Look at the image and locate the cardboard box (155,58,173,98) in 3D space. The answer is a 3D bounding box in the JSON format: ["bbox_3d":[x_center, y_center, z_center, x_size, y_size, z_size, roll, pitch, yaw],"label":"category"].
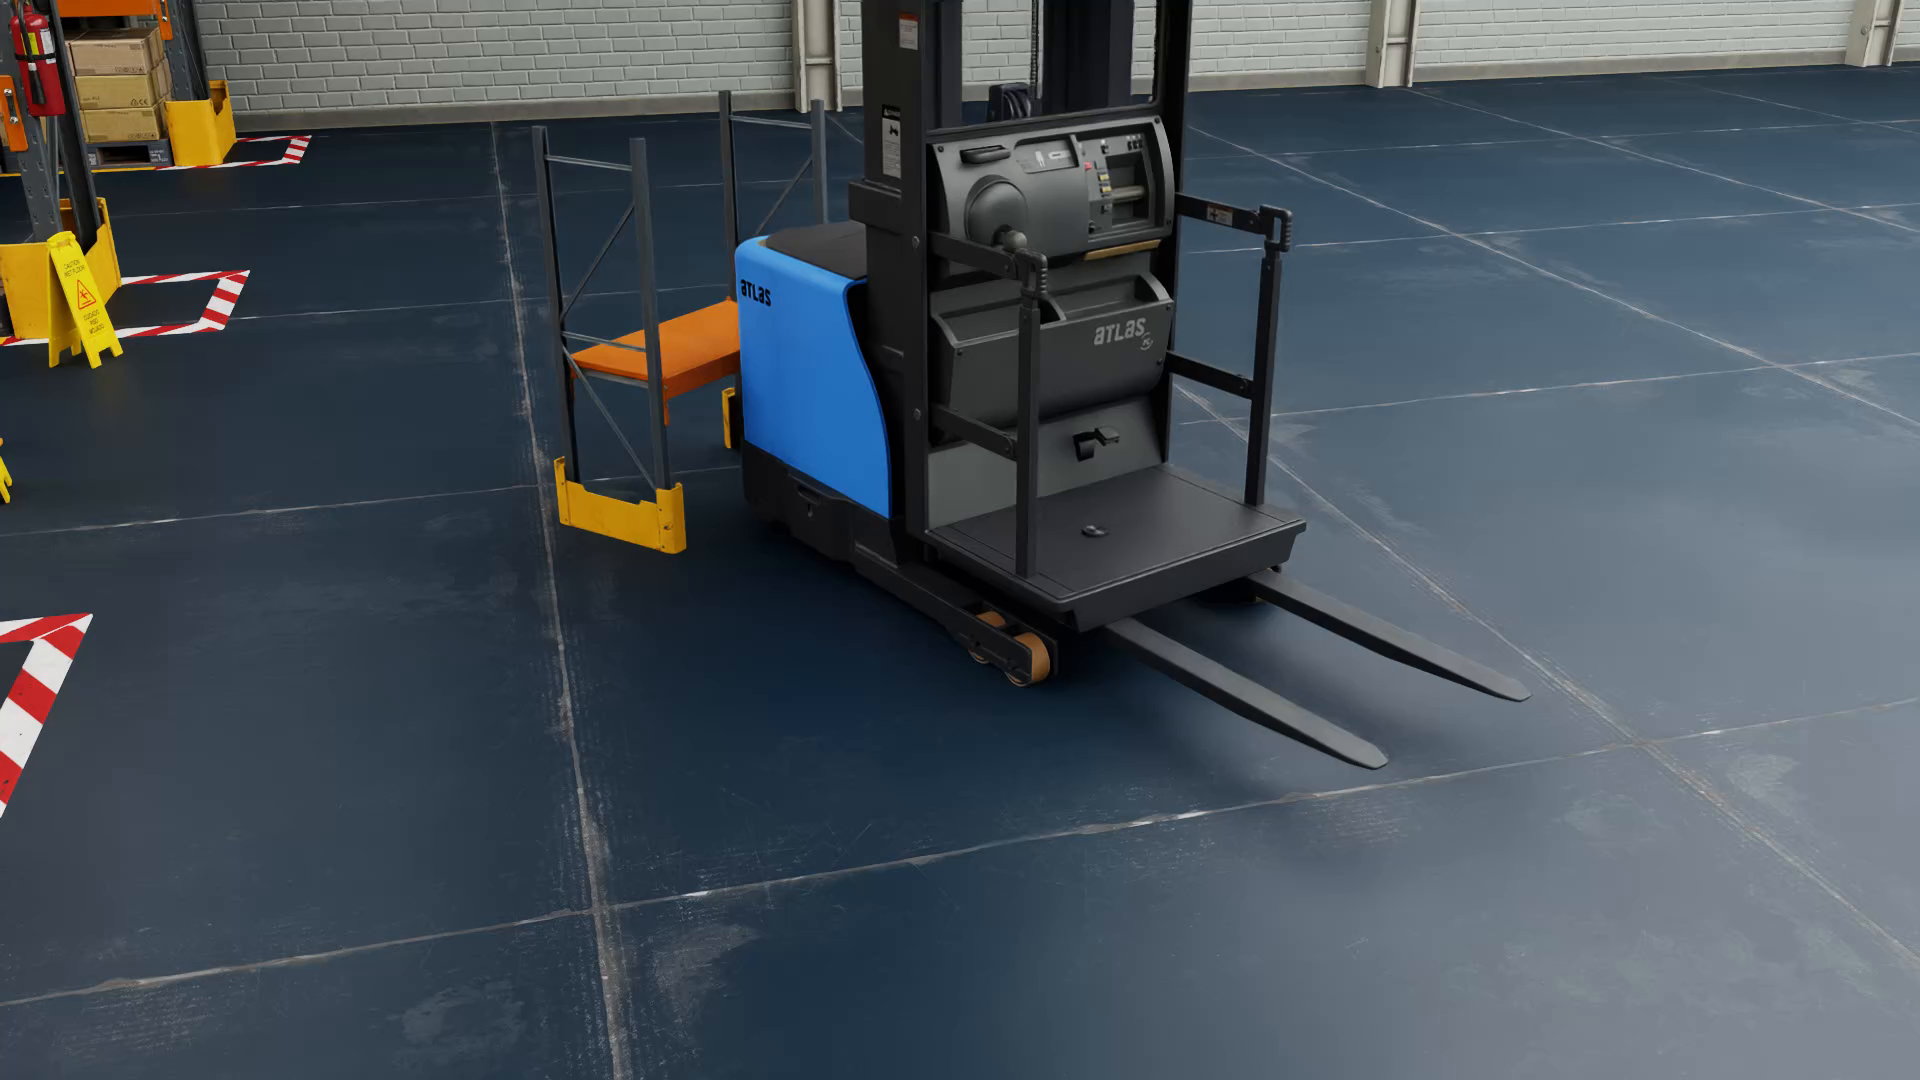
[{"bbox_3d":[-6.711,-3.738,13.479,0.500,0.250,0.500,-6,24,-13],"label":"cardboard box"}]

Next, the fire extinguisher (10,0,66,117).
[{"bbox_3d":[-4.623,-2.468,8.296,0.183,0.674,0.296,-6,24,-14],"label":"fire extinguisher"}]

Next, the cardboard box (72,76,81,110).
[{"bbox_3d":[-7.073,-3.490,12.899,0.500,0.250,0.500,-7,24,-15],"label":"cardboard box"}]

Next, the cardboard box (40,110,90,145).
[{"bbox_3d":[-7.051,-3.260,12.999,0.500,0.250,0.500,-6,24,-14],"label":"cardboard box"}]

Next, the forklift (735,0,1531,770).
[{"bbox_3d":[0.439,-1.108,5.115,1.130,2.935,3.031,-16,28,-33],"label":"forklift"}]

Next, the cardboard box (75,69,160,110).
[{"bbox_3d":[-6.587,-3.539,13.014,0.500,0.250,0.500,-7,24,-15],"label":"cardboard box"}]

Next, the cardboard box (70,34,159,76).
[{"bbox_3d":[-6.562,-3.772,12.923,0.500,0.250,0.500,-5,24,-13],"label":"cardboard box"}]

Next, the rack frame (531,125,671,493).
[{"bbox_3d":[-1.280,-0.710,6.003,0.500,1.500,0.032,14,27,29],"label":"rack frame"}]

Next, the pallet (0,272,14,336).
[{"bbox_3d":[-5.723,-1.304,9.020,1.213,0.211,1.003,-6,24,-14],"label":"pallet"}]

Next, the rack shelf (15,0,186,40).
[{"bbox_3d":[-8.128,-4.007,12.696,4.000,0.370,1.077,-6,24,-14],"label":"rack shelf"}]

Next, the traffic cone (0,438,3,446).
[{"bbox_3d":[-4.297,-0.580,7.014,0.334,0.463,0.336,-6,24,-14],"label":"traffic cone"}]

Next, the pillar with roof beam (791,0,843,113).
[{"bbox_3d":[-0.177,-6.580,10.173,0.400,9.000,9.100,-6,24,-14],"label":"pillar with roof beam"}]

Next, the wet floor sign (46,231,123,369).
[{"bbox_3d":[-4.386,-1.198,8.224,0.232,0.644,0.267,2,23,4],"label":"wet floor sign"}]

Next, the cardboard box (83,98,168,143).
[{"bbox_3d":[-6.570,-3.310,13.114,0.500,0.250,0.500,-6,24,-14],"label":"cardboard box"}]

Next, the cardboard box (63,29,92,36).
[{"bbox_3d":[-7.197,-3.905,13.234,0.500,0.250,0.500,-6,24,-14],"label":"cardboard box"}]

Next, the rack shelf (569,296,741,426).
[{"bbox_3d":[-1.011,-0.715,6.470,0.538,0.185,1.000,14,27,29],"label":"rack shelf"}]

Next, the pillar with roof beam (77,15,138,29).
[{"bbox_3d":[-5.954,-5.941,8.683,0.400,9.000,9.100,-6,24,-14],"label":"pillar with roof beam"}]

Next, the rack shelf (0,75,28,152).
[{"bbox_3d":[-6.784,-2.123,8.305,4.000,0.370,1.077,-6,24,-14],"label":"rack shelf"}]

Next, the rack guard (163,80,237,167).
[{"bbox_3d":[-6.179,-3.404,13.550,0.348,0.500,1.175,-6,24,-14],"label":"rack guard"}]

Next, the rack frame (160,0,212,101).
[{"bbox_3d":[-6.203,-4.550,13.051,0.127,3.000,1.000,-6,24,-14],"label":"rack frame"}]

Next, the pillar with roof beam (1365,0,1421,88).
[{"bbox_3d":[5.600,-7.219,11.662,0.400,9.000,9.100,-6,24,-14],"label":"pillar with roof beam"}]

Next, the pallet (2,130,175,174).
[{"bbox_3d":[-6.928,-3.172,13.374,1.213,0.211,1.003,-6,24,-14],"label":"pallet"}]

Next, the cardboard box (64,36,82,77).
[{"bbox_3d":[-7.052,-3.715,12.791,0.500,0.250,0.500,-6,24,-13],"label":"cardboard box"}]

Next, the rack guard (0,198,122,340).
[{"bbox_3d":[-4.931,-1.509,9.134,0.348,0.500,1.175,-6,24,-14],"label":"rack guard"}]

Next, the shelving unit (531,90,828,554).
[{"bbox_3d":[-1.016,-0.877,6.392,0.587,1.500,1.083,14,27,29],"label":"shelving unit"}]

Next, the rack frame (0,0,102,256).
[{"bbox_3d":[-4.858,-2.666,8.660,0.127,3.000,1.000,-6,24,-14],"label":"rack frame"}]

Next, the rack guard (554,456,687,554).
[{"bbox_3d":[-1.280,-0.136,6.250,0.587,0.250,0.087,14,27,29],"label":"rack guard"}]

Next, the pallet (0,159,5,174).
[{"bbox_3d":[-8.100,-3.043,13.074,1.213,0.211,1.003,-6,24,-14],"label":"pallet"}]

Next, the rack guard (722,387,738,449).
[{"bbox_3d":[-0.753,-0.470,7.027,0.587,0.250,0.087,14,27,29],"label":"rack guard"}]

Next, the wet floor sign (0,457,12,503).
[{"bbox_3d":[-3.931,-0.471,6.528,0.232,0.644,0.267,-11,25,-23],"label":"wet floor sign"}]

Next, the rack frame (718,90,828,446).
[{"bbox_3d":[-0.742,-1.050,6.796,0.500,1.500,0.032,14,27,29],"label":"rack frame"}]

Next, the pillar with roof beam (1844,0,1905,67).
[{"bbox_3d":[11.377,-7.858,13.152,0.400,9.000,9.100,-6,24,-14],"label":"pillar with roof beam"}]

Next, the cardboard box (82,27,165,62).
[{"bbox_3d":[-6.716,-3.960,13.361,0.500,0.250,0.500,-7,24,-15],"label":"cardboard box"}]

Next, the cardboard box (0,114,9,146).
[{"bbox_3d":[-7.535,-3.211,12.883,0.500,0.250,0.500,-6,24,-14],"label":"cardboard box"}]

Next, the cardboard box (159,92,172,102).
[{"bbox_3d":[-6.728,-3.502,13.561,0.500,0.250,0.500,-6,24,-14],"label":"cardboard box"}]
